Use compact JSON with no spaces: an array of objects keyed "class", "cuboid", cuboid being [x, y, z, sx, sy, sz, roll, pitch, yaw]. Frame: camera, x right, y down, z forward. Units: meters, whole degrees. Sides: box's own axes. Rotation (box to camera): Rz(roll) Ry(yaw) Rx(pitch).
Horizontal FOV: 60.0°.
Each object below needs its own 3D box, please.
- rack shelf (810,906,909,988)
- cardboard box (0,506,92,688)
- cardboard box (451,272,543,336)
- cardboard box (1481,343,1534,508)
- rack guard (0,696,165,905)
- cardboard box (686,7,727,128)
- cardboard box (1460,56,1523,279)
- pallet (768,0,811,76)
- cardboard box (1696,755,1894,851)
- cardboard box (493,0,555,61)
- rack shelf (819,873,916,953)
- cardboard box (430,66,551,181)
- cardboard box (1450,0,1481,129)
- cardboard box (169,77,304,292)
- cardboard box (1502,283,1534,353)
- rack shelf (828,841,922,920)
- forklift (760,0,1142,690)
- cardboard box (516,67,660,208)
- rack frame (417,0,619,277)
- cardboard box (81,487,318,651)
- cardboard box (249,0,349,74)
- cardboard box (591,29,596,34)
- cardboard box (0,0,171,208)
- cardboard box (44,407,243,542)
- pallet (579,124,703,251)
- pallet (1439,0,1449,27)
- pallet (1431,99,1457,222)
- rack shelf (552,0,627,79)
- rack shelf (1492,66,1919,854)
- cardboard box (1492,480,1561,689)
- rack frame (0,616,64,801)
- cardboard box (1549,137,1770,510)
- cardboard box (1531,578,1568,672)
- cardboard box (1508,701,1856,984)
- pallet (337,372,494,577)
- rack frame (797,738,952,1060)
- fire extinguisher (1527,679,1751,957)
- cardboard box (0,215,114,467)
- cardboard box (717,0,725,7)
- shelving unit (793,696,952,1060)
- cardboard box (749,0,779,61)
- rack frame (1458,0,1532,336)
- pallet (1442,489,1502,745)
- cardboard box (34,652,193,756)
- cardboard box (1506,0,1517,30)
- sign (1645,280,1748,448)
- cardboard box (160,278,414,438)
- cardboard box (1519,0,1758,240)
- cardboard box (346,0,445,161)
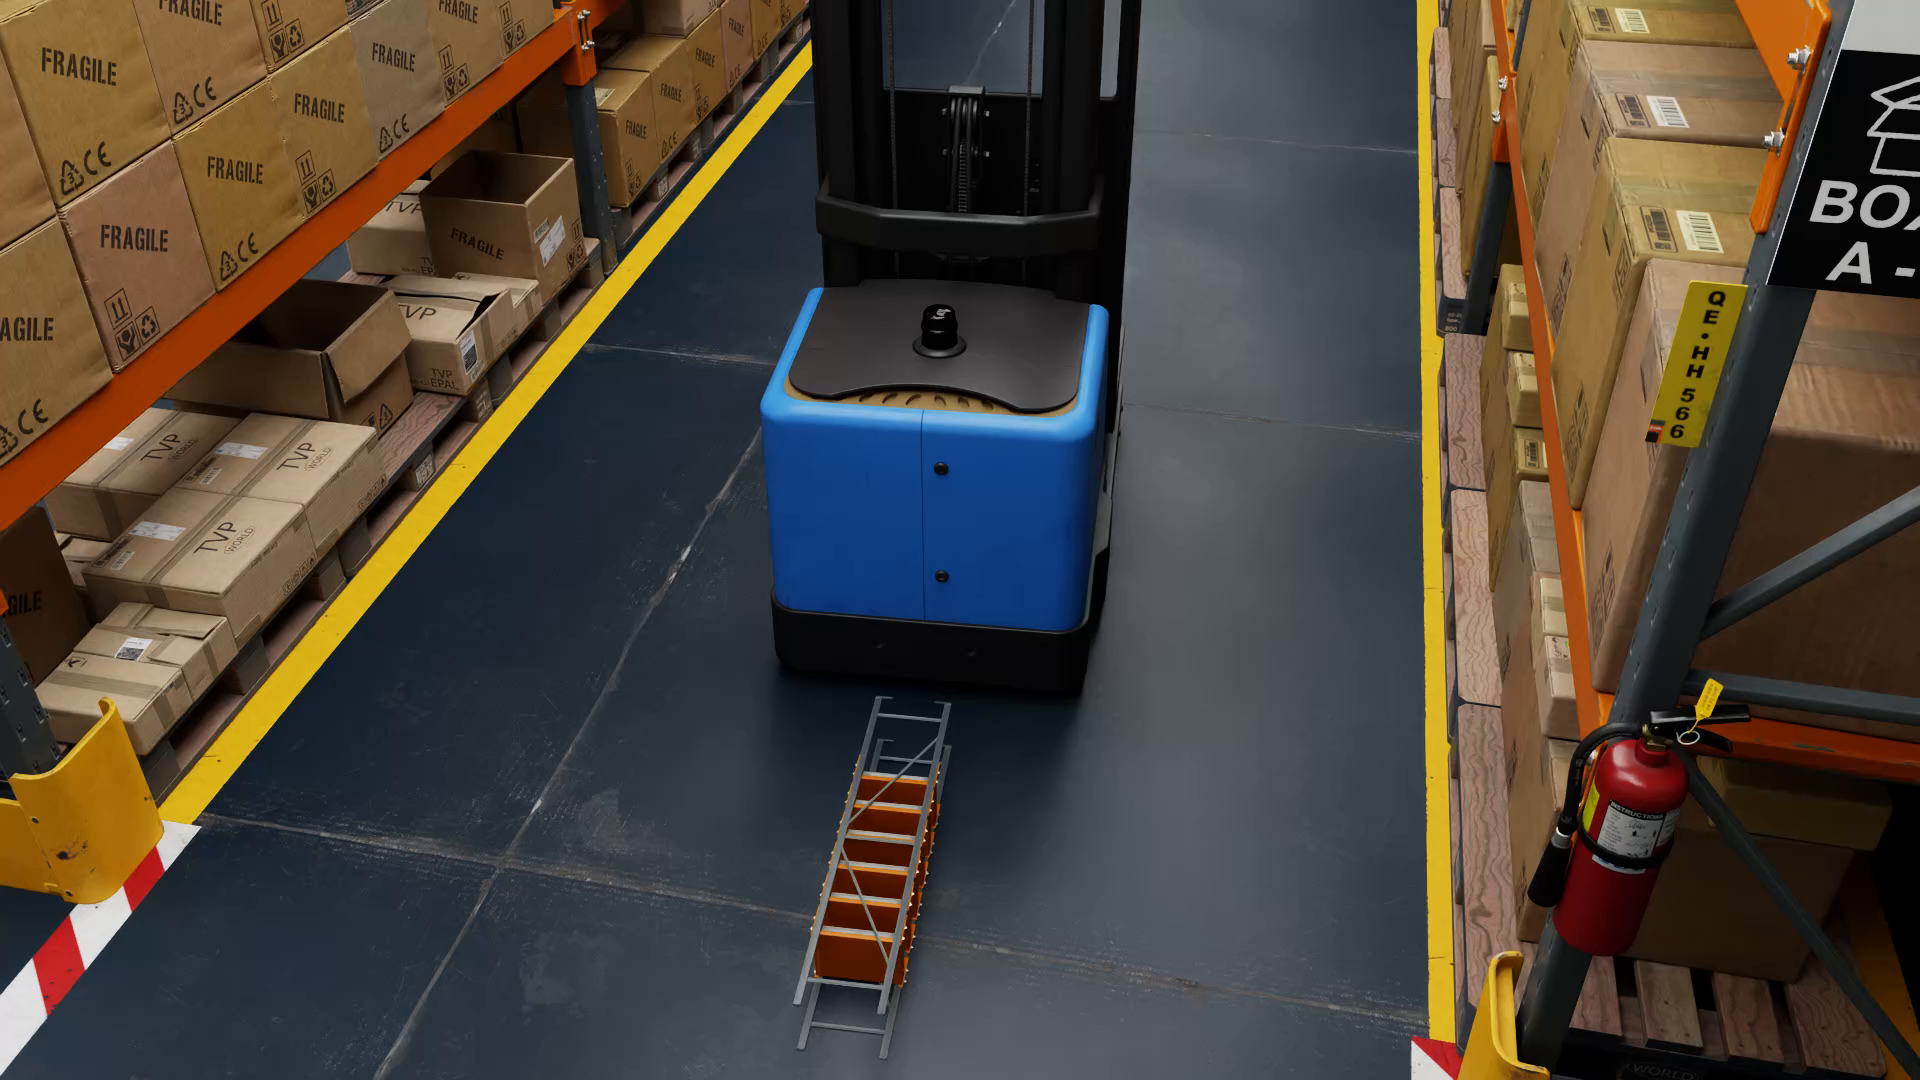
[{"class":"rack shelf","cuboid":[-0.272,1.113,4.551,0.258,0.180,0.103,5,37,6]},{"class":"cardboard box","cuboid":[-3.142,0.208,5.162,0.500,0.500,0.500,7,37,10]},{"class":"cardboard box","cuboid":[-2.029,-1.015,7.149,0.380,0.149,0.250,7,37,10]},{"class":"cardboard box","cuboid":[2.307,-0.412,6.034,0.700,0.500,0.500,7,37,9]},{"class":"rack guard","cuboid":[-3.001,0.686,4.878,1.175,0.500,0.348,7,37,10]},{"class":"cardboard box","cuboid":[-1.604,-2.582,9.011,0.500,0.500,0.500,8,37,11]},{"class":"cardboard box","cuboid":[2.689,-1.646,7.439,0.750,0.750,0.750,8,37,11]},{"class":"pallet","cuboid":[-1.505,-3.317,10.647,1.003,0.211,1.213,7,37,10]},{"class":"cardboard box","cuboid":[2.044,0.598,4.088,0.380,0.149,0.250,8,37,10]},{"class":"cardboard box","cuboid":[-2.019,-2.298,6.779,0.500,0.500,0.500,8,37,11]},{"class":"rack shelf","cuboid":[-0.255,1.043,4.646,0.258,0.180,0.103,5,37,6]},{"class":"cardboard box","cuboid":[-2.337,-2.061,8.293,0.500,0.500,0.500,7,37,10]},{"class":"cardboard box","cuboid":[3.053,-2.644,8.816,0.750,0.750,0.750,7,37,10]},{"class":"cardboard box","cuboid":[-2.450,-1.129,5.166,0.500,0.500,0.500,7,37,10]},{"class":"cardboard box","cuboid":[2.166,-0.789,6.001,0.380,0.149,0.250,8,37,12]},{"class":"rack shelf","cuboid":[-0.239,0.972,4.742,0.258,0.180,0.103,5,37,6]},{"class":"forklift","cuboid":[0.081,-1.549,5.889,1.130,2.935,3.031,4,36,6]},{"class":"cardboard box","cuboid":[-1.821,-1.989,8.193,0.500,0.500,0.500,6,36,8]},{"class":"rack frame","cuboid":[-2.163,-2.576,7.248,1.000,3.000,0.127,7,37,10]},{"class":"cardboard box","cuboid":[-2.517,0.089,5.539,0.500,0.250,0.500,7,37,10]},{"class":"cardboard box","cuboid":[-2.341,-1.828,5.279,0.500,0.500,0.500,7,37,10]},{"class":"cardboard box","cuboid":[-2.116,-2.631,9.079,0.500,0.500,0.500,8,37,11]},{"class":"cardboard box","cuboid":[-2.560,-1.250,4.482,0.500,0.500,0.500,8,37,10]},{"class":"cardboard box","cuboid":[-2.909,-0.231,5.981,0.500,0.250,0.500,7,37,10]},{"class":"pallet","cuboid":[-2.026,-1.918,8.717,1.003,0.211,1.213,7,37,10]},{"class":"pallet","cuboid":[3.700,-3.569,10.995,1.003,0.211,1.213,7,37,10]},{"class":"pallet","cuboid":[3.027,-1.982,8.804,1.003,0.211,1.213,7,37,10]},{"class":"rack shelf","cuboid":[-1.736,-3.432,9.042,1.077,0.370,4.000,7,37,10]},{"class":"rack shelf","cuboid":[2.250,-0.520,5.024,1.077,0.370,4.000,7,37,10]},{"class":"cardboard box","cuboid":[2.088,0.189,5.206,0.700,0.500,0.500,6,36,8]},{"class":"rack frame","cuboid":[-3.017,-0.283,4.084,1.000,3.000,0.127,7,37,10]},{"class":"cardboard box","cuboid":[2.067,-0.498,4.125,0.980,0.700,0.700,7,37,10]},{"class":"cardboard box","cuboid":[1.778,0.258,4.557,0.380,0.149,0.250,8,37,11]},{"class":"cardboard box","cuboid":[1.875,0.764,4.412,0.700,0.500,0.500,7,37,10]},{"class":"pallet","cuboid":[-2.569,-0.352,6.556,1.003,0.211,1.213,7,37,10]},{"class":"rack frame","cuboid":[-0.228,1.002,4.857,0.240,0.006,1.200,5,37,6]},{"class":"fire extinguisher","cuboid":[1.340,0.547,3.323,0.296,0.674,0.183,7,37,10]},{"class":"cardboard box","cuboid":[-2.665,-0.545,4.360,0.500,0.500,0.500,8,37,11]},{"class":"cardboard box","cuboid":[-1.501,-3.154,9.161,0.500,0.250,0.500,7,36,9]},{"class":"shelving unit","cuboid":[-0.228,0.928,4.803,0.258,0.189,1.200,5,37,6]},{"class":"cardboard box","cuboid":[-1.390,-3.173,9.827,0.500,0.500,0.500,6,36,8]},{"class":"rack frame","cuboid":[2.677,-1.957,6.395,1.000,3.000,0.127,7,37,10]},{"class":"pallet","cuboid":[2.180,0.299,5.657,1.003,0.211,1.213,7,37,10]},{"class":"cardboard box","cuboid":[-2.592,0.496,5.064,0.380,0.149,0.250,7,37,10]},{"class":"cardboard box","cuboid":[2.504,-2.241,6.983,0.380,0.149,0.250,8,37,11]},{"class":"sign","cuboid":[1.296,-0.305,2.926,0.100,0.325,0.005,7,37,10]},{"class":"cardboard box","cuboid":[-2.559,-0.666,6.365,0.797,0.503,0.637,7,37,10]},{"class":"cardboard box","cuboid":[2.384,-1.352,5.304,0.980,0.700,0.700,6,36,9]},{"class":"cardboard box","cuboid":[-2.235,-1.707,5.965,0.500,0.500,0.500,8,37,11]}]
